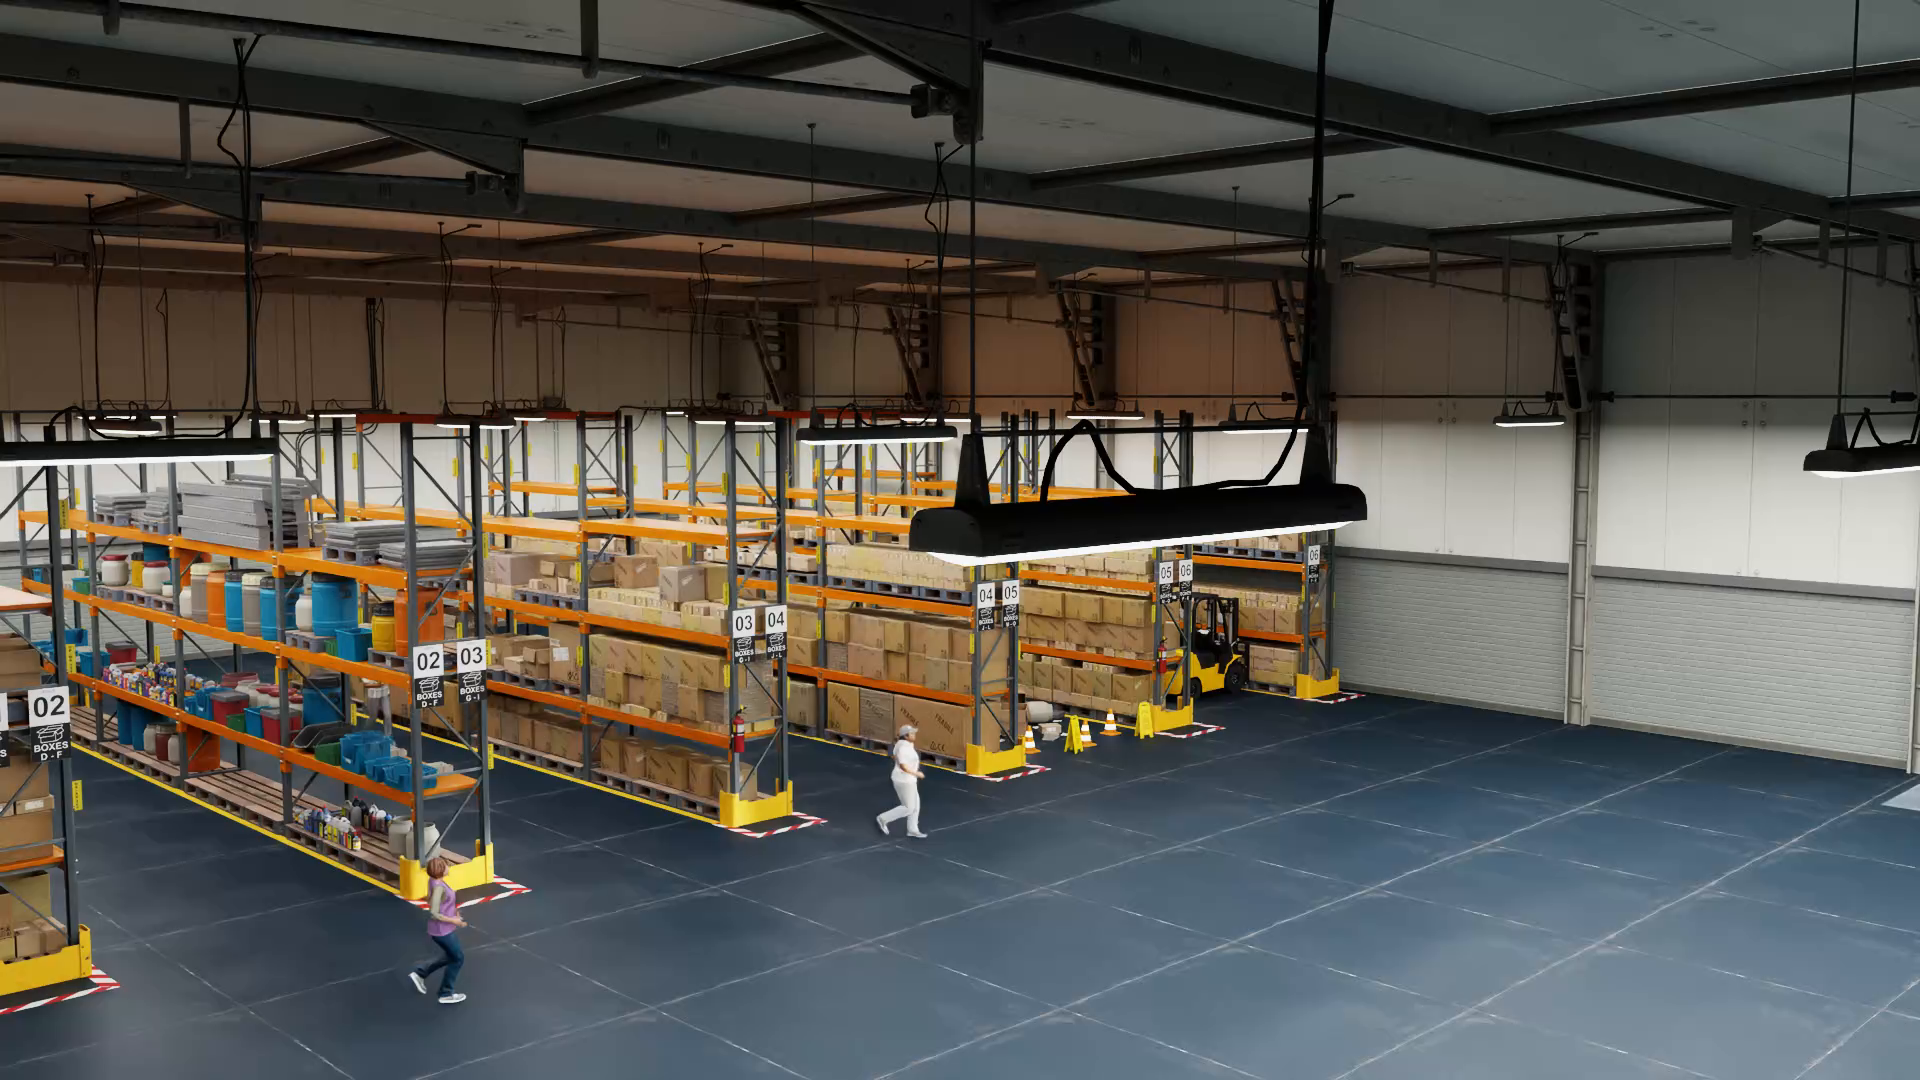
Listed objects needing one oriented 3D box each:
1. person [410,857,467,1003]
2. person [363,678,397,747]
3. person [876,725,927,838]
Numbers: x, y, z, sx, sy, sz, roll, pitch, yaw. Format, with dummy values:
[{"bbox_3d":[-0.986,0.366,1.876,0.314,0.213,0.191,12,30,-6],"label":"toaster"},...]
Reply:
[{"bbox_3d":[-5.423,4.057,17.262,0.567,1.548,0.535,-2,5,-21],"label":"person"},{"bbox_3d":[-10.546,2.855,30.121,0.890,1.719,0.576,4,7,41],"label":"person"},{"bbox_3d":[-0.842,3.463,23.794,0.753,1.661,0.613,-1,5,-8],"label":"person"}]
